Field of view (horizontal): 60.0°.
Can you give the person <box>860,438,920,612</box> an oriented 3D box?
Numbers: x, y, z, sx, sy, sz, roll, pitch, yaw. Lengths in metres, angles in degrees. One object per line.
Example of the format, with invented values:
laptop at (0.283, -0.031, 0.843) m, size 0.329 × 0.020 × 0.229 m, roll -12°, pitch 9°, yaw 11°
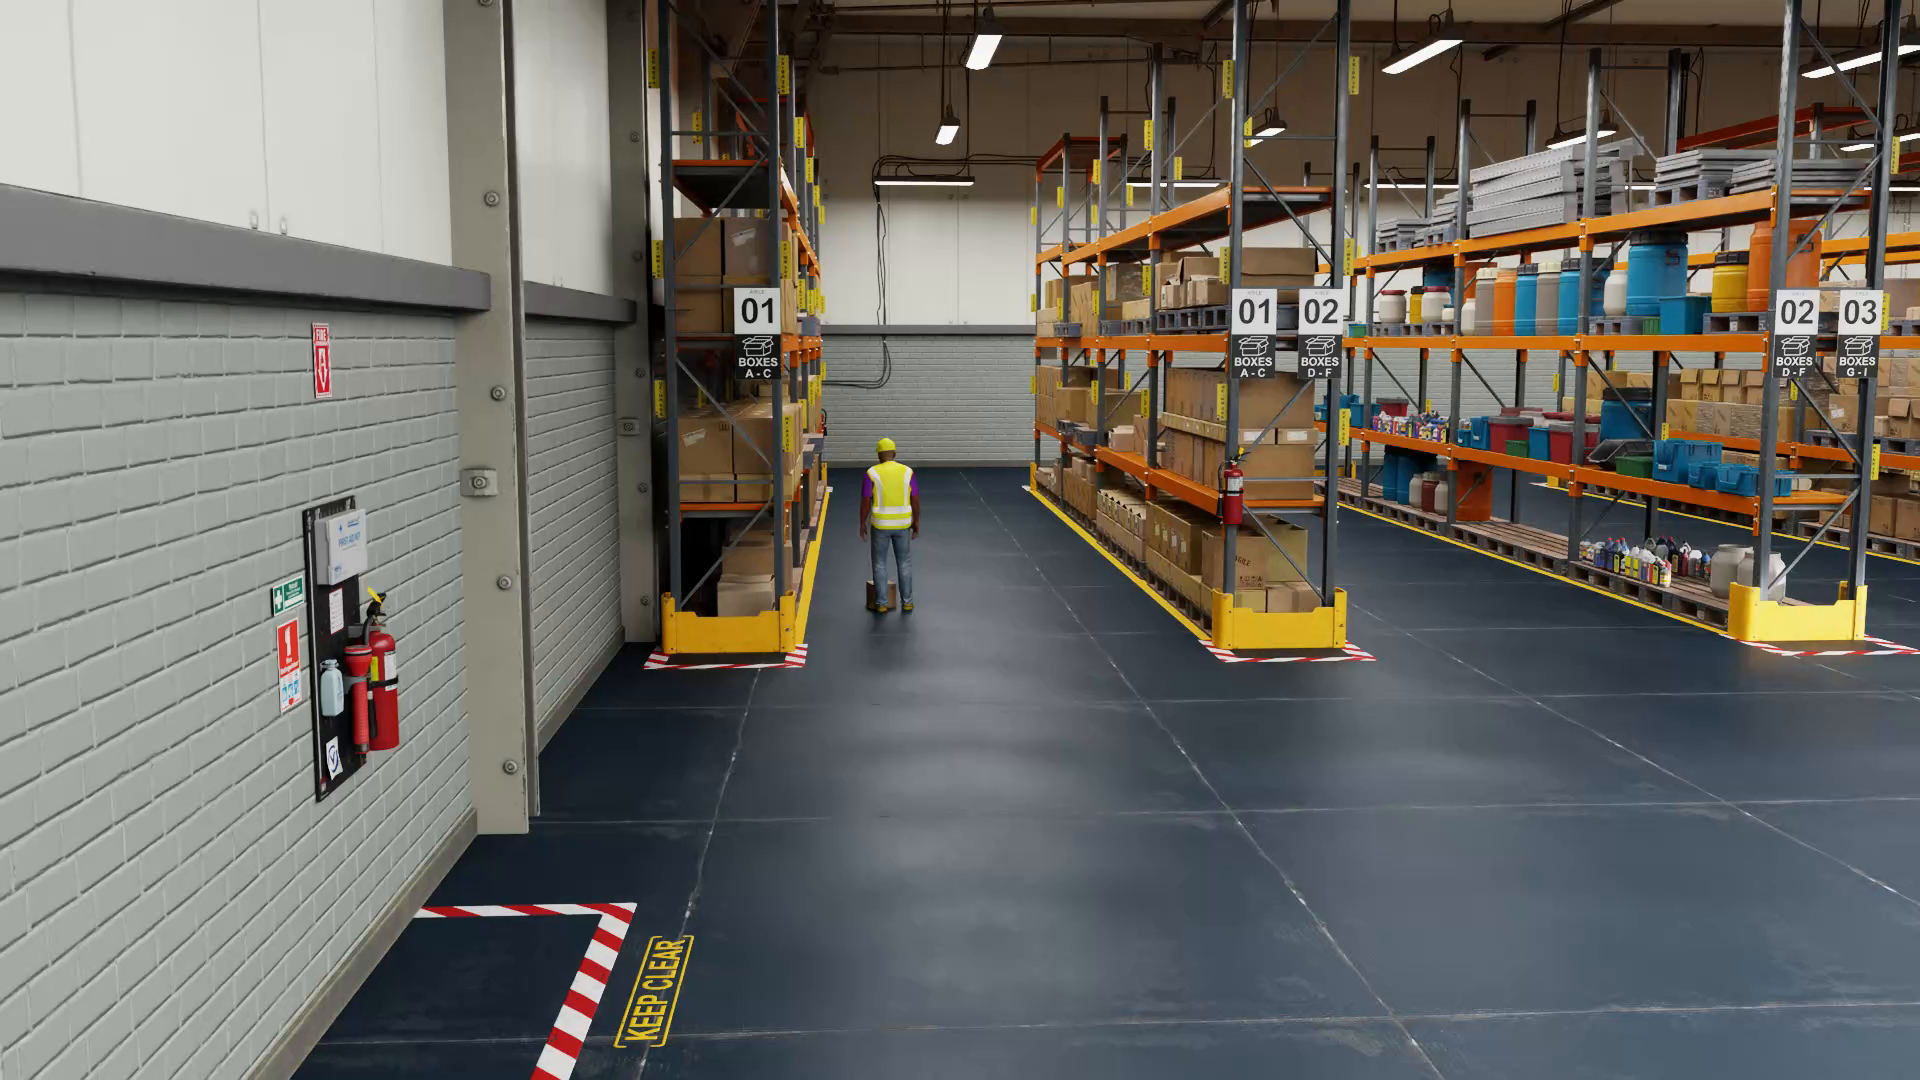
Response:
person at (-0.719, -0.159, 16.997) m, size 0.628 × 1.761 × 0.456 m, roll -2°, pitch 7°, yaw -16°
